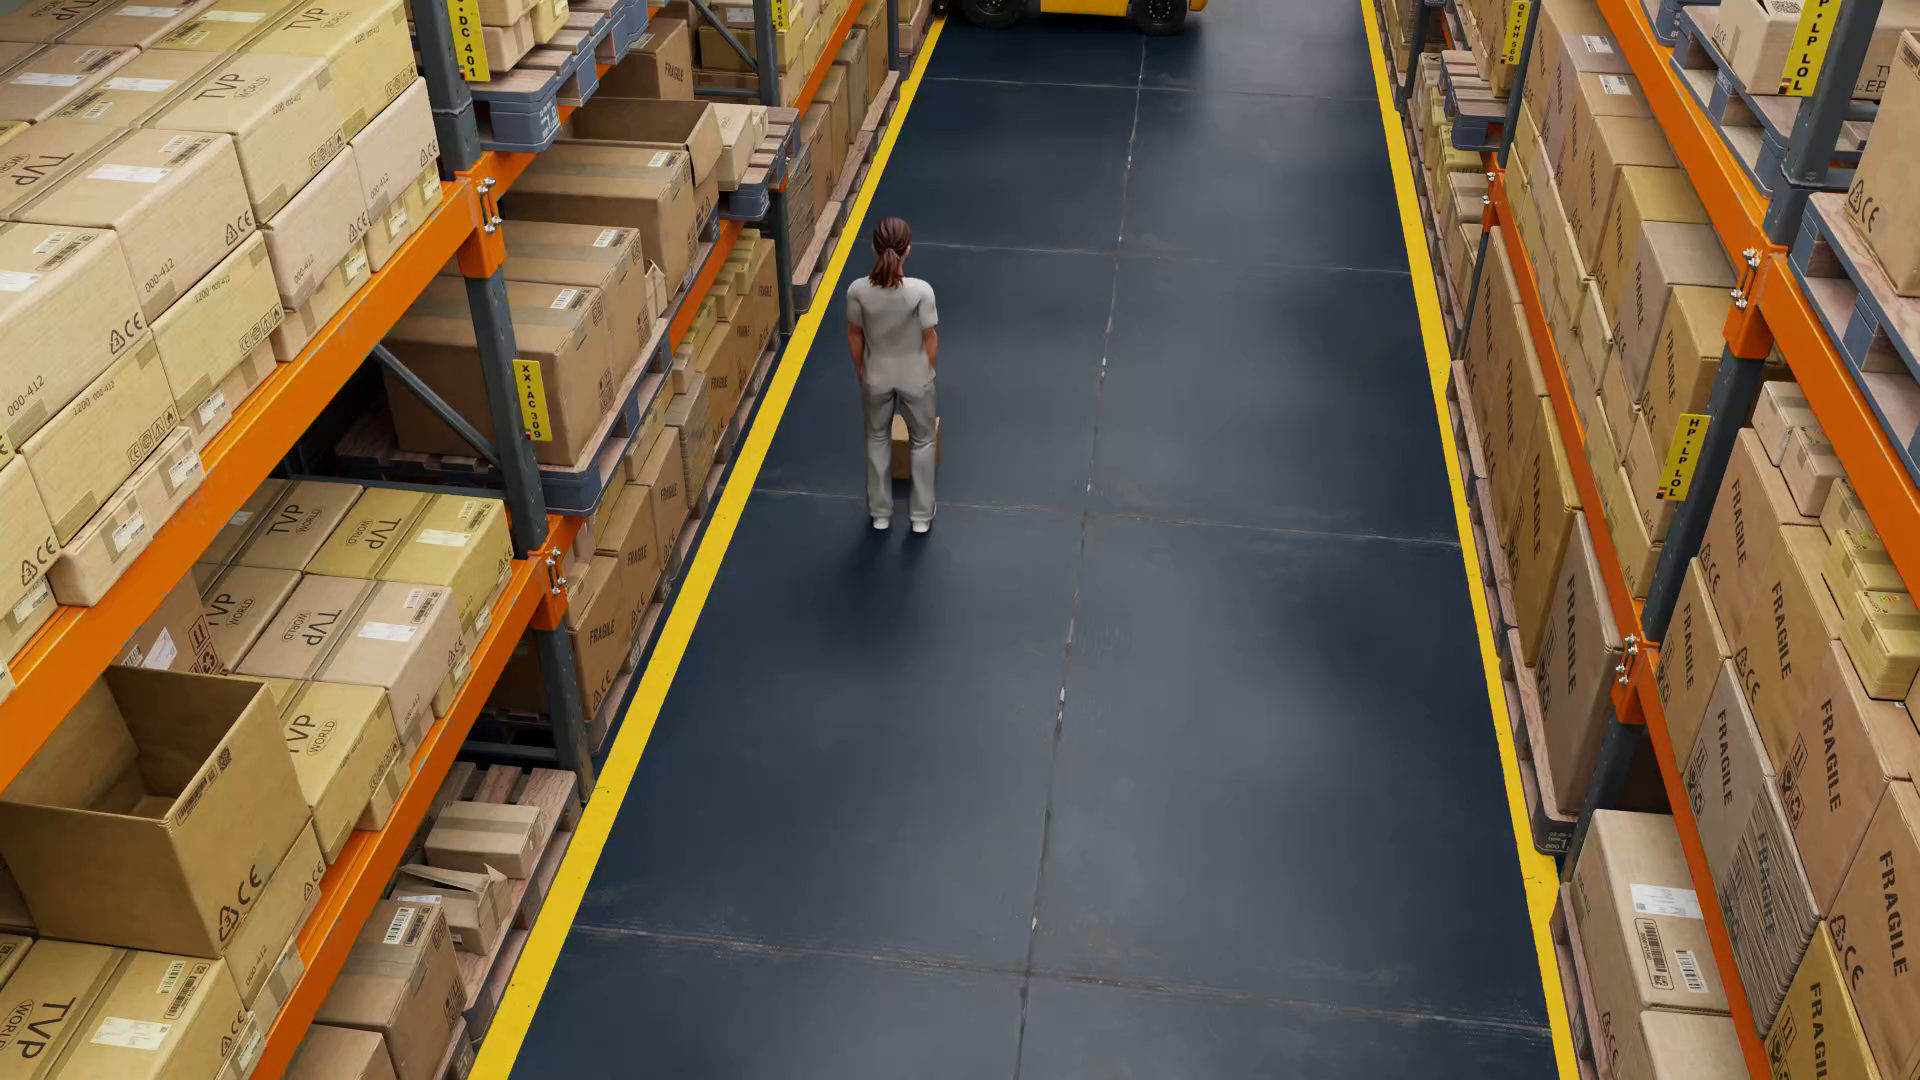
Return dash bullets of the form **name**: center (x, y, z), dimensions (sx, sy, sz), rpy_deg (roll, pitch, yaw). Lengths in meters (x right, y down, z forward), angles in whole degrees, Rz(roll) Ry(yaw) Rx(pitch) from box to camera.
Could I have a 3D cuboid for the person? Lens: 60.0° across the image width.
- **person**: center (-0.324, -0.785, 8.135), dimensions (0.451, 1.656, 0.328), rpy_deg (4, 36, 6)
